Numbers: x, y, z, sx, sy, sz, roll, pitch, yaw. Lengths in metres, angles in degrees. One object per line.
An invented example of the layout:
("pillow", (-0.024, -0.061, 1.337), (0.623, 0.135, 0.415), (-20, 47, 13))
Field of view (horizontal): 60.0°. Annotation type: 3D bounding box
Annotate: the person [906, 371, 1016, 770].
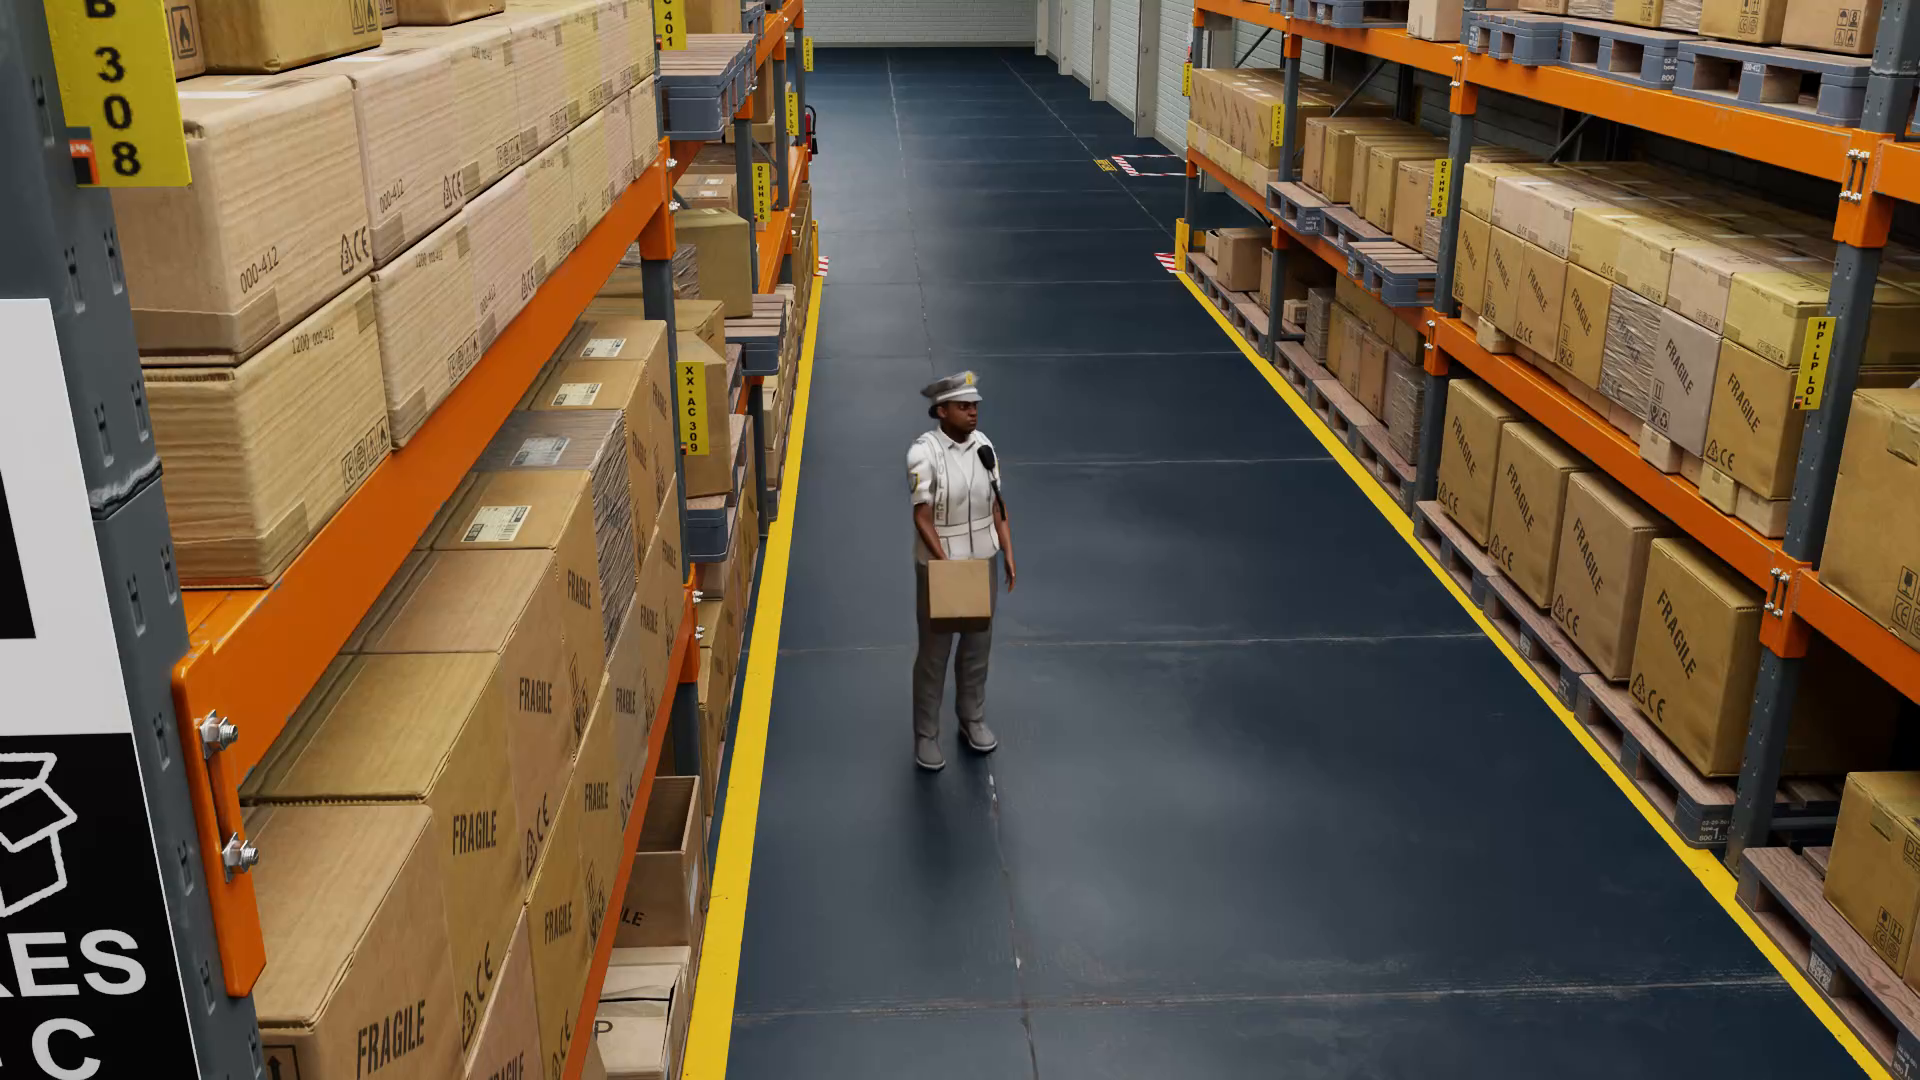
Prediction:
("person", (-0.020, 0.113, 7.206), (0.542, 1.700, 0.475), (-13, 24, -31))
